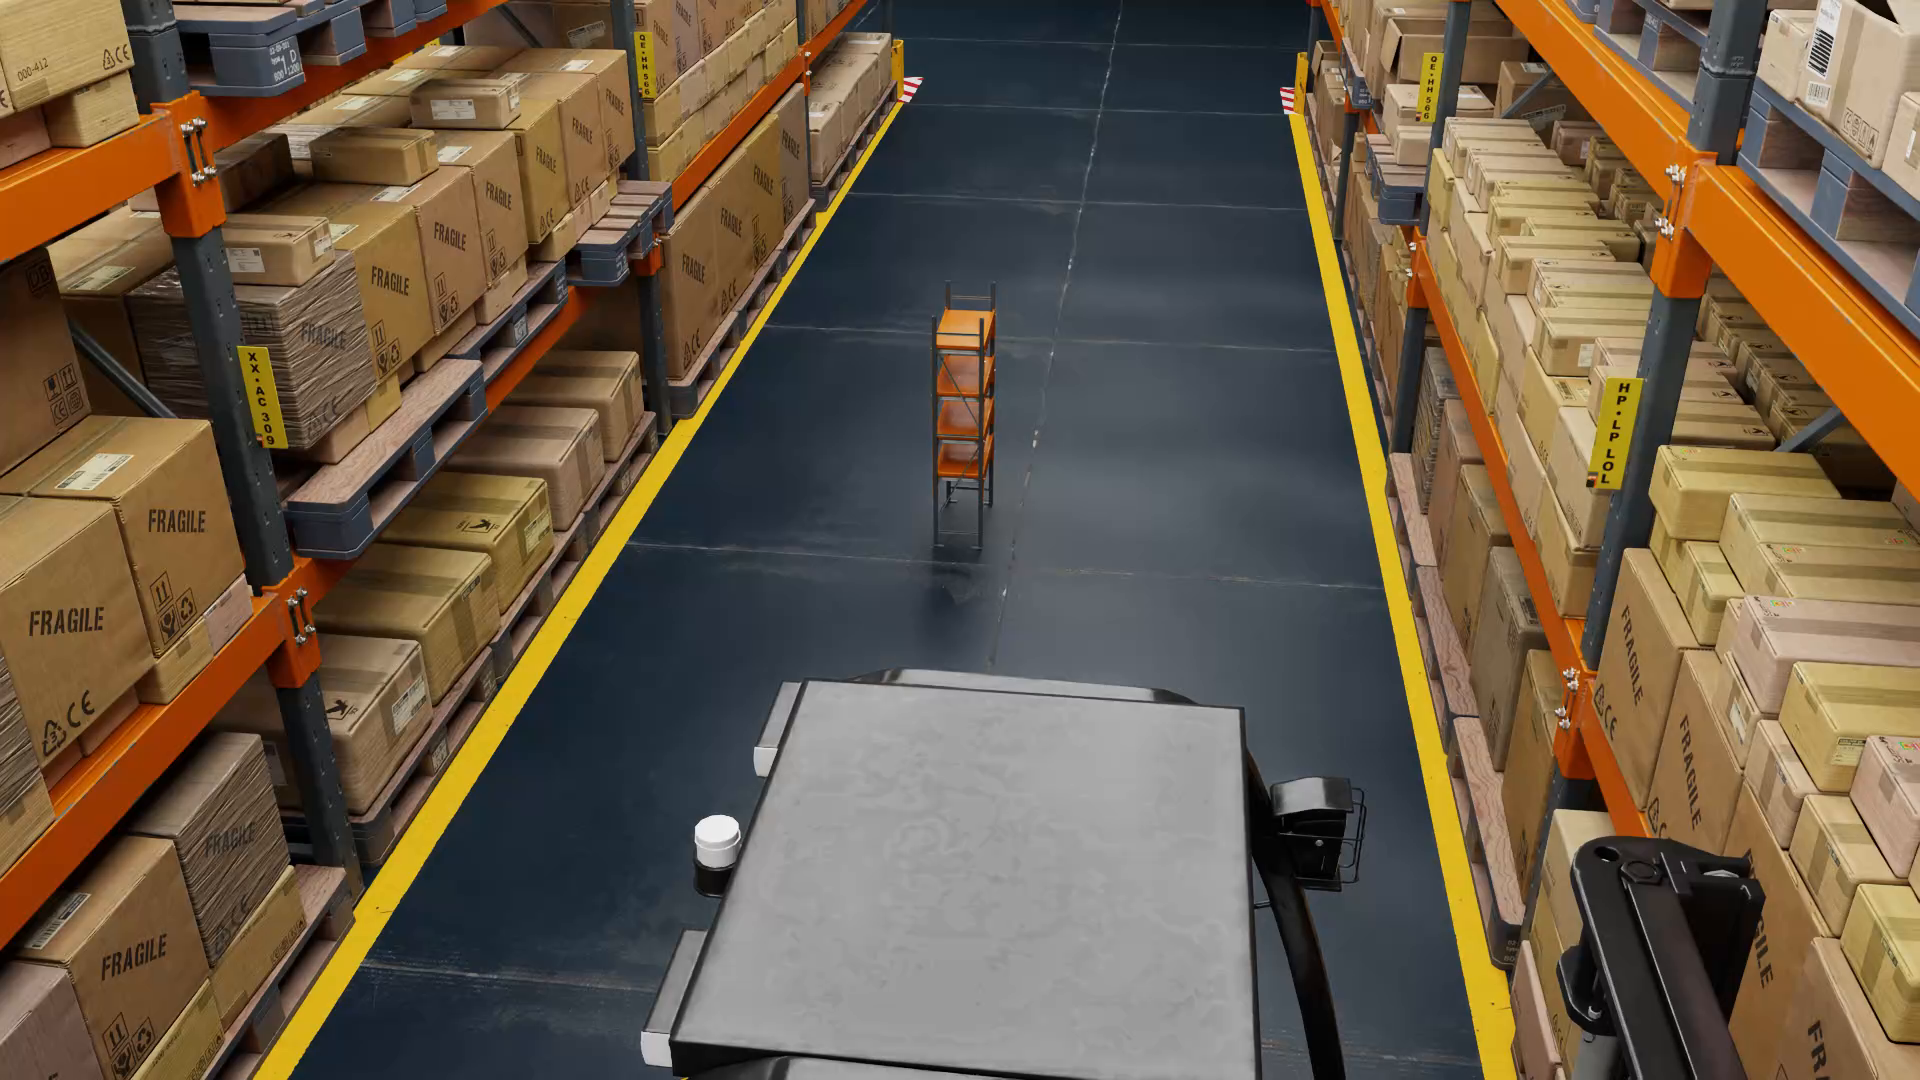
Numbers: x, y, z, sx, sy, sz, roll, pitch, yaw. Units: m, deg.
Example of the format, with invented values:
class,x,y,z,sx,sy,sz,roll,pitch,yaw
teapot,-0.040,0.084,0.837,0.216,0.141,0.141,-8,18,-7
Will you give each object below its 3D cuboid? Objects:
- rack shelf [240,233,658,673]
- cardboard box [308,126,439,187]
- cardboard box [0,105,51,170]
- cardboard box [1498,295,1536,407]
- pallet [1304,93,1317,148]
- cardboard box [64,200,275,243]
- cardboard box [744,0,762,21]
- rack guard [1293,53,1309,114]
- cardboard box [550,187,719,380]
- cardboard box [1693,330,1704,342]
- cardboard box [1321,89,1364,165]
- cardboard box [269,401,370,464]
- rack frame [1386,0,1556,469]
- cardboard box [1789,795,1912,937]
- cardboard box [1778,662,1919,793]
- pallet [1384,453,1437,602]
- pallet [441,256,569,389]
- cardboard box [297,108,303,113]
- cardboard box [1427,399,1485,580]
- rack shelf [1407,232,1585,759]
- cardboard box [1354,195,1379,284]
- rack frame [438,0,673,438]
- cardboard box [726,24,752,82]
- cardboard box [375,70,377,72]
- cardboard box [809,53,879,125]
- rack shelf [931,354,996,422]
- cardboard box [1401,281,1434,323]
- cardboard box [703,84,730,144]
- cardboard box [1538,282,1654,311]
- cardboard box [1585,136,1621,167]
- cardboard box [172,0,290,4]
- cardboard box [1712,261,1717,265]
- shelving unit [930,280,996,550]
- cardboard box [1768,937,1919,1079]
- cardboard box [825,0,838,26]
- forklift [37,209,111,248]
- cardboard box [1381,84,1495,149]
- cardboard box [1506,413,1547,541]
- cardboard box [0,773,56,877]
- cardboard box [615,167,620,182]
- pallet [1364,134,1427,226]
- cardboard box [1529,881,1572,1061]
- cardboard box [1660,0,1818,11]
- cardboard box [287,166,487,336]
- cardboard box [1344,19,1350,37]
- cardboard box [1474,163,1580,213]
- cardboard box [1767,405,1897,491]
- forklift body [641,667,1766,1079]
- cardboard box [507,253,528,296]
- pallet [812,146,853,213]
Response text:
class,x,y,z,sx,sy,sz,roll,pitch,yaw
rack shelf,-2.377,-0.695,7.135,1.077,0.370,4.000,3,28,6
cardboard box,-2.183,-1.434,6.203,0.380,0.149,0.250,5,29,9
cardboard box,-2.476,-1.000,4.046,0.380,0.149,0.250,4,29,7
cardboard box,2.235,-0.666,5.955,0.500,0.250,0.500,4,29,7
pallet,3.669,-3.793,15.068,1.003,0.211,1.213,3,28,6
cardboard box,-2.734,-0.894,5.885,0.500,0.500,0.500,4,29,6
cardboard box,-1.585,-3.614,10.635,0.500,0.500,0.500,4,29,8
rack guard,3.766,-4.296,15.696,1.175,0.500,0.348,3,28,6
cardboard box,-1.965,-1.523,9.711,0.875,0.875,0.875,3,28,6
cardboard box,2.767,-0.638,5.903,0.500,0.250,0.500,3,28,5
cardboard box,3.335,-3.345,13.489,0.700,0.500,0.500,2,28,4
cardboard box,-2.241,-0.386,5.626,0.380,0.149,0.250,4,29,7
rack frame,2.795,-1.666,8.180,1.000,3.000,0.127,3,28,6
cardboard box,1.819,0.623,3.142,0.380,0.149,0.250,2,28,5
cardboard box,1.868,0.377,3.285,0.380,0.149,0.250,3,28,5
pallet,2.655,-0.053,8.126,1.003,0.211,1.213,3,28,6
pallet,-2.334,-0.934,7.024,1.003,0.211,1.213,3,28,6
cardboard box,-6.129,-3.900,14.889,0.380,0.149,0.250,4,29,8
cardboard box,2.632,-0.205,7.528,0.875,0.625,0.625,4,29,8
rack shelf,2.550,-0.408,6.603,1.077,0.370,4.000,3,28,6
cardboard box,2.881,-1.933,10.868,0.500,0.500,0.500,3,28,5
rack frame,-2.132,-1.953,8.712,1.000,3.000,0.127,3,28,6
cardboard box,-1.612,-3.046,10.373,0.500,0.250,0.500,4,29,7
cardboard box,-5.934,-4.629,16.242,0.380,0.149,0.250,4,29,7
cardboard box,-1.237,-4.028,14.822,0.875,0.438,0.875,4,29,8
rack shelf,0.020,-0.744,8.036,0.258,0.148,0.480,3,28,6
cardboard box,2.604,-1.283,8.978,0.380,0.149,0.250,2,28,4
cardboard box,-1.707,-2.592,10.057,0.500,0.250,0.500,4,29,8
cardboard box,2.217,-0.772,5.732,0.380,0.149,0.250,3,28,5
cardboard box,3.035,-1.701,7.456,0.380,0.149,0.250,4,29,8
cardboard box,-2.153,-1.761,4.909,0.500,0.250,0.500,3,28,5
cardboard box,2.794,-0.981,6.119,0.380,0.149,0.250,4,29,7
shelving unit,0.020,-0.606,8.110,0.258,1.200,0.503,3,28,6
cardboard box,1.800,1.086,2.965,0.500,0.500,0.500,4,29,7
cardboard box,-1.259,-4.322,13.005,0.500,0.500,0.500,4,29,7
forklift,-4.718,-1.351,7.667,1.130,2.935,3.031,4,29,7
cardboard box,2.603,-2.300,9.073,0.500,0.250,0.500,2,28,4
cardboard box,2.163,-0.207,5.629,0.500,0.250,0.500,3,28,6
cardboard box,-2.480,0.688,4.075,0.380,0.149,0.250,3,28,5
cardboard box,-1.939,-1.859,8.360,0.380,0.149,0.250,4,29,8
pallet,2.808,-1.905,8.825,1.213,0.211,1.003,3,28,6
cardboard box,1.939,1.232,4.730,0.500,0.250,0.500,3,28,6
cardboard box,2.151,-1.648,4.530,0.500,0.311,0.500,2,28,5
cardboard box,-2.145,-1.102,6.270,0.500,0.500,0.500,3,28,6
cardboard box,3.091,-3.851,12.500,0.380,0.149,0.250,4,29,8
cardboard box,2.406,-1.491,7.065,0.380,0.149,0.250,4,29,7
cardboard box,2.561,-0.266,4.792,0.380,0.149,0.250,3,28,5
forklift body,0.236,1.475,3.245,2.313,2.155,1.214,3,28,6
cardboard box,-2.050,-1.125,6.998,0.380,0.149,0.250,2,28,5
pallet,-1.471,-2.962,13.525,1.003,0.211,1.213,3,28,6
